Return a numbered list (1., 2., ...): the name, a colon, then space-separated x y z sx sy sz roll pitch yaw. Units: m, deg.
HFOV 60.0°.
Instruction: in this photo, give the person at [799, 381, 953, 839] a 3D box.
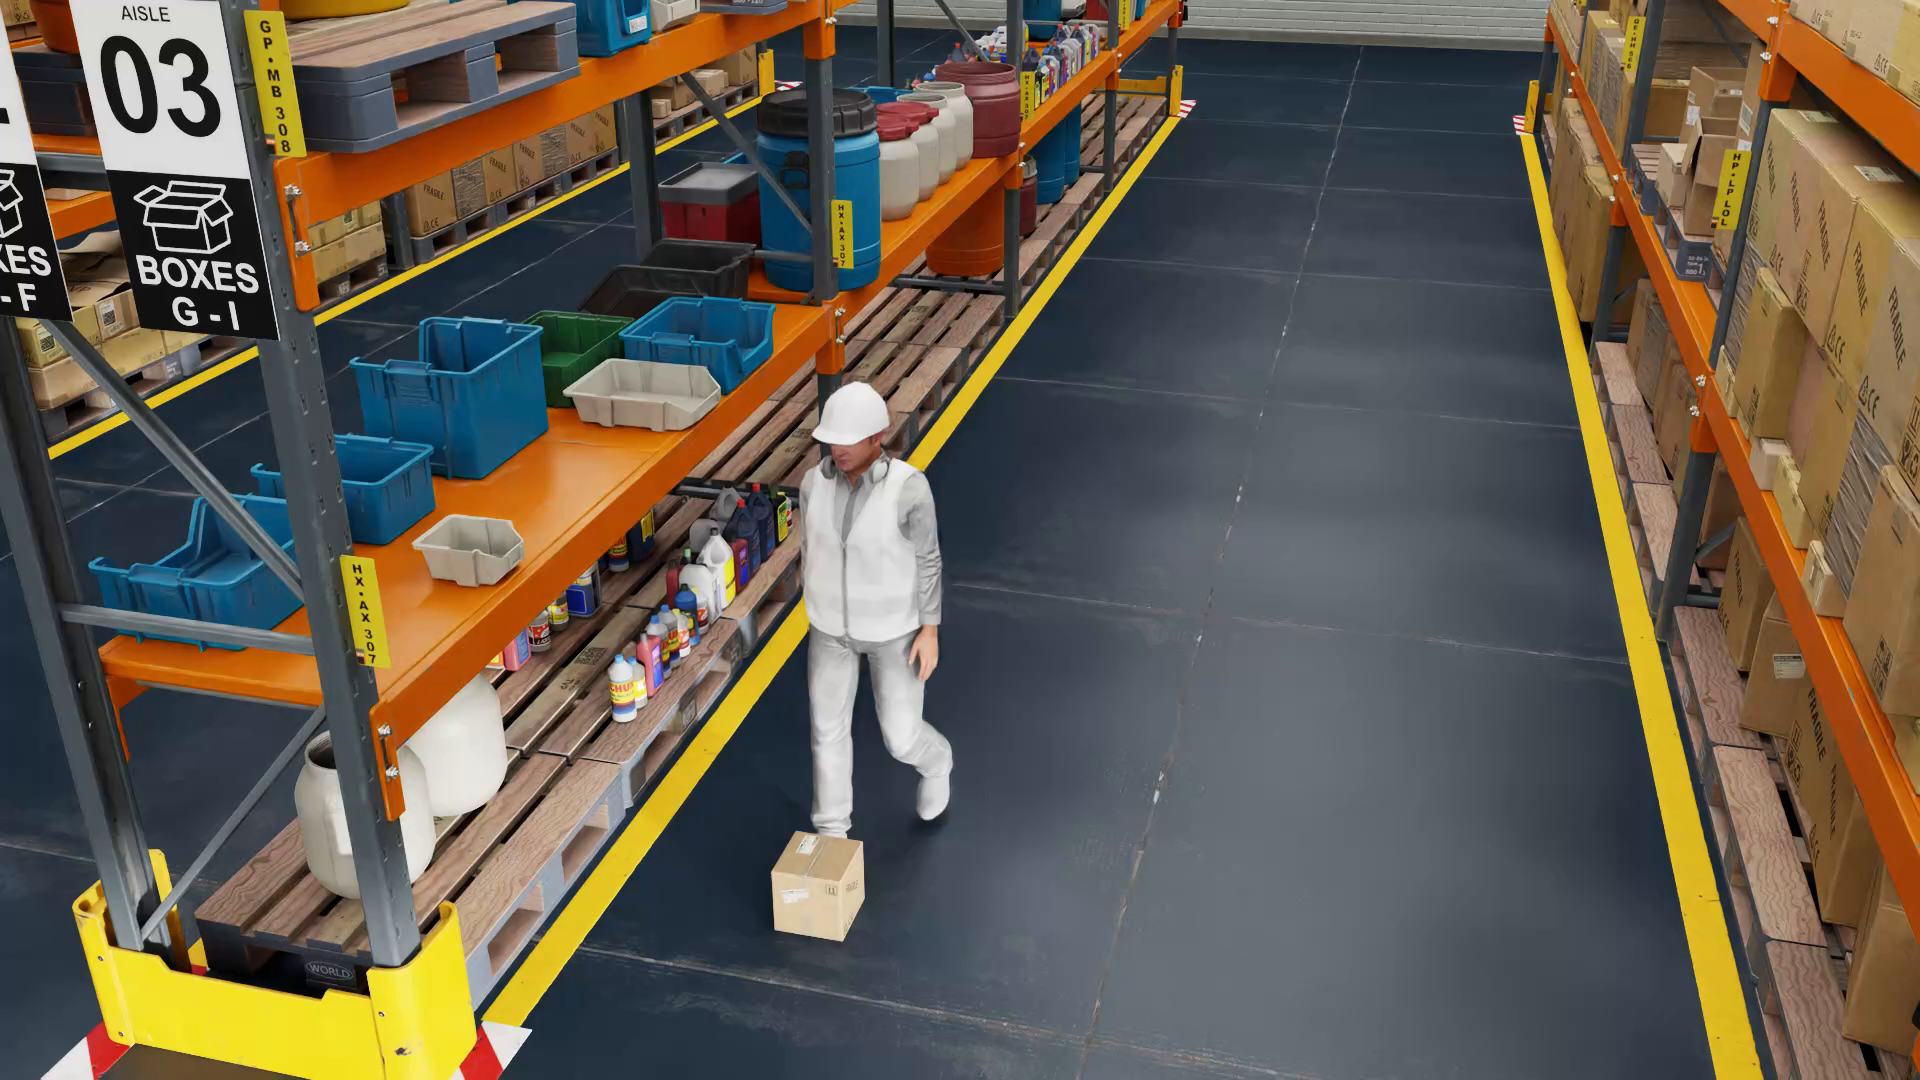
1. person: -0.346 0.304 5.896 0.565 1.762 0.703 9 26 18
